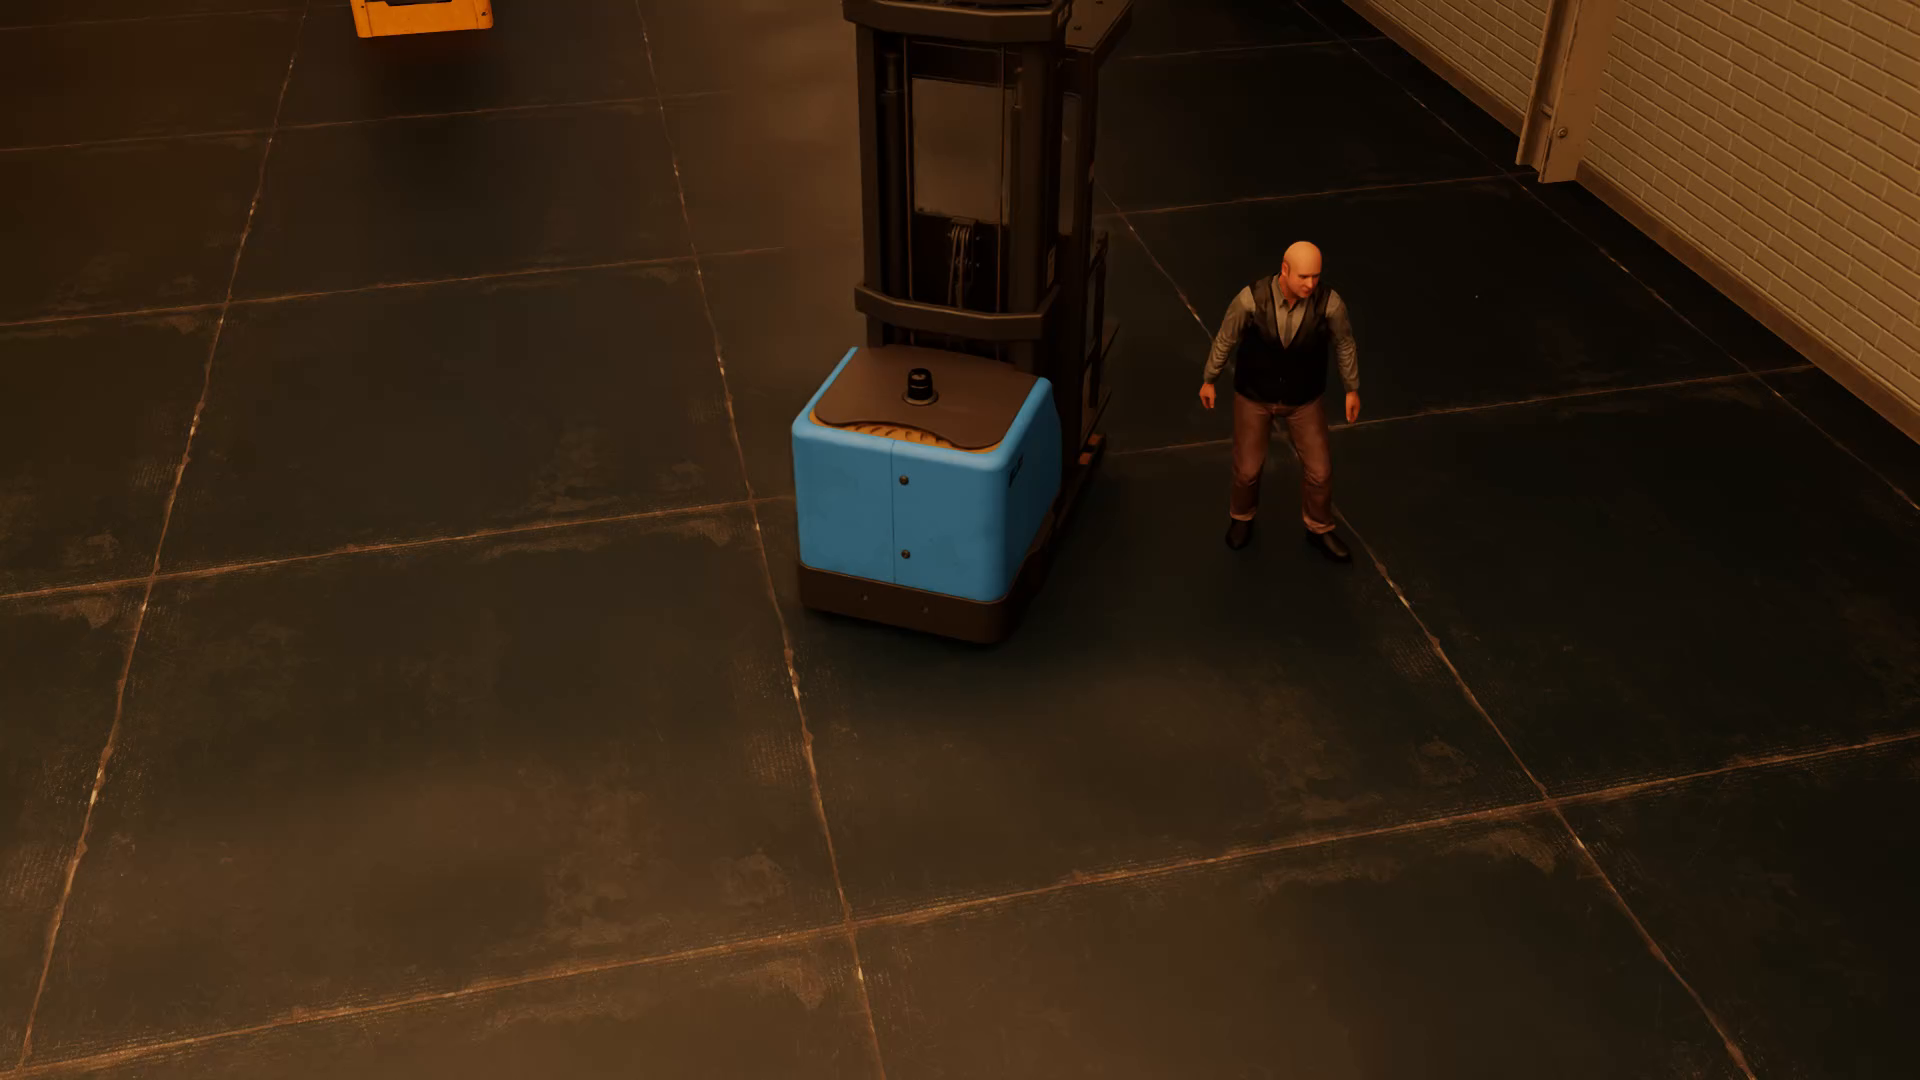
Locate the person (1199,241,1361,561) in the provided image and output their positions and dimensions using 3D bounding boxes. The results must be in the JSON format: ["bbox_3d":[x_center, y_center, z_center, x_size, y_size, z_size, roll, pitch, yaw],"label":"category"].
[{"bbox_3d":[1.582,-0.697,8.082,0.823,1.695,0.390,3,36,4],"label":"person"}]

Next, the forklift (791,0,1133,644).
[{"bbox_3d":[0.167,-1.565,8.225,1.130,2.935,3.031,11,37,15],"label":"forklift"}]
